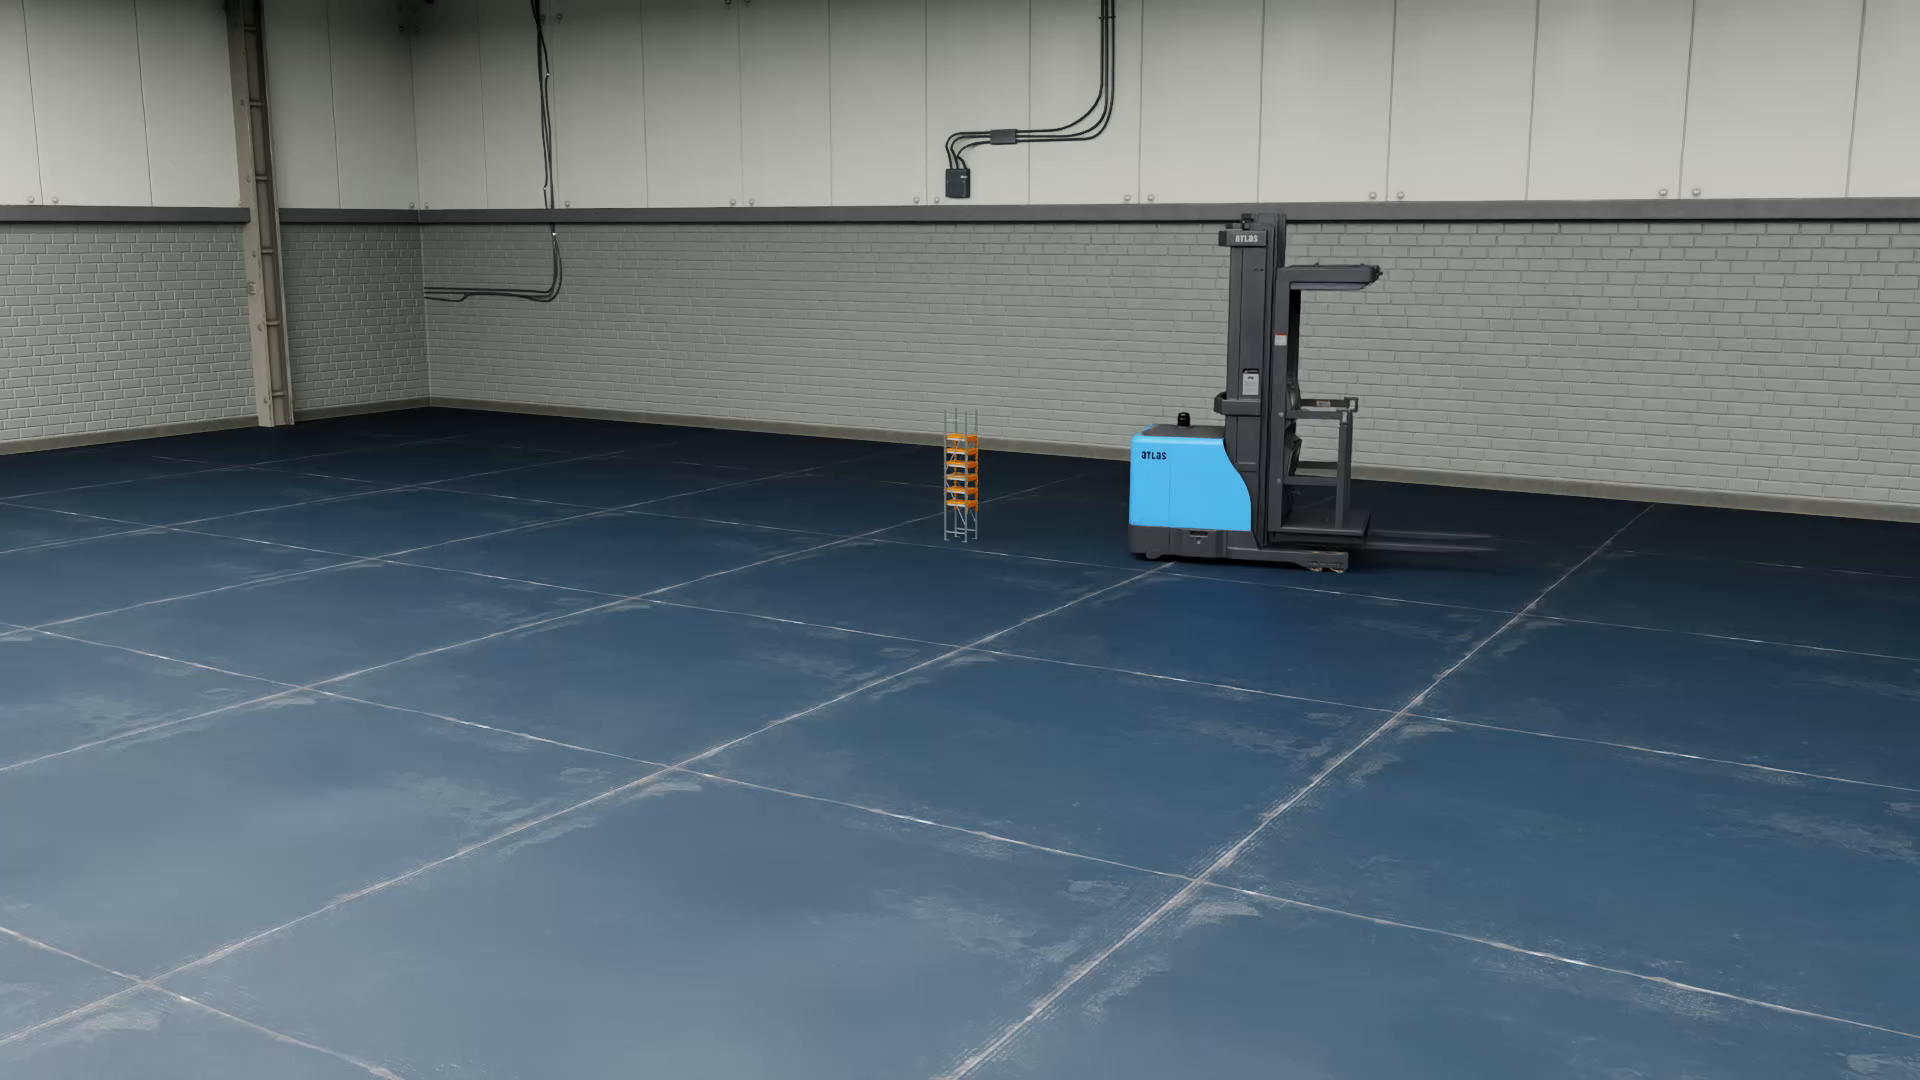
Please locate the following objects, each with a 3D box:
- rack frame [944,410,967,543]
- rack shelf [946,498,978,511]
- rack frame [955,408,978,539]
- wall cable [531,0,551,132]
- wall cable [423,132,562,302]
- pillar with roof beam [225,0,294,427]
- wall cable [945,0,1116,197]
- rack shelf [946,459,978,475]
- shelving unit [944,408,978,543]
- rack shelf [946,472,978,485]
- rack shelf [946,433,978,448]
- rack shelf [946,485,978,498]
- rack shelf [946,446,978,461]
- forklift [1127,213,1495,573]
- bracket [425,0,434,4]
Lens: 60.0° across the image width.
[{"bbox_3d":[-0.040,-0.578,15.075,0.240,1.200,0.006,6,12,31],"label":"rack frame"},{"bbox_3d":[0.008,-0.312,15.204,0.258,0.103,0.180,6,12,31],"label":"rack shelf"},{"bbox_3d":[0.055,-0.606,15.229,0.240,1.200,0.006,6,12,31],"label":"rack frame"},{"bbox_3d":[-4.975,-7.131,23.602,3.097,2.526,0.112,6,12,31],"label":"wall cable"},{"bbox_3d":[-7.287,-4.907,25.447,3.097,2.526,0.112,6,12,31],"label":"wall cable"},{"bbox_3d":[-6.268,-5.685,21.164,9.100,9.000,0.400,6,12,31],"label":"pillar with roof beam"},{"bbox_3d":[0.818,-7.196,19.991,2.305,6.003,0.169,6,12,31],"label":"wall cable"},{"bbox_3d":[0.008,-0.666,15.138,0.258,0.103,0.180,6,12,31],"label":"rack shelf"},{"bbox_3d":[0.008,-0.592,15.152,0.258,1.200,0.189,6,12,31],"label":"shelving unit"},{"bbox_3d":[0.008,-0.548,15.160,0.258,0.103,0.180,6,12,31],"label":"rack shelf"},{"bbox_3d":[0.008,-0.902,15.094,0.258,0.103,0.180,6,12,31],"label":"rack shelf"},{"bbox_3d":[0.008,-0.430,15.182,0.258,0.103,0.180,6,12,31],"label":"rack shelf"},{"bbox_3d":[0.008,-0.784,15.116,0.258,0.103,0.180,6,12,31],"label":"rack shelf"},{"bbox_3d":[3.020,-1.277,14.109,3.031,2.935,1.130,3,11,16],"label":"forklift"},{"bbox_3d":[-8.198,-8.270,25.189,0.235,0.232,0.430,6,12,31],"label":"bracket"}]
